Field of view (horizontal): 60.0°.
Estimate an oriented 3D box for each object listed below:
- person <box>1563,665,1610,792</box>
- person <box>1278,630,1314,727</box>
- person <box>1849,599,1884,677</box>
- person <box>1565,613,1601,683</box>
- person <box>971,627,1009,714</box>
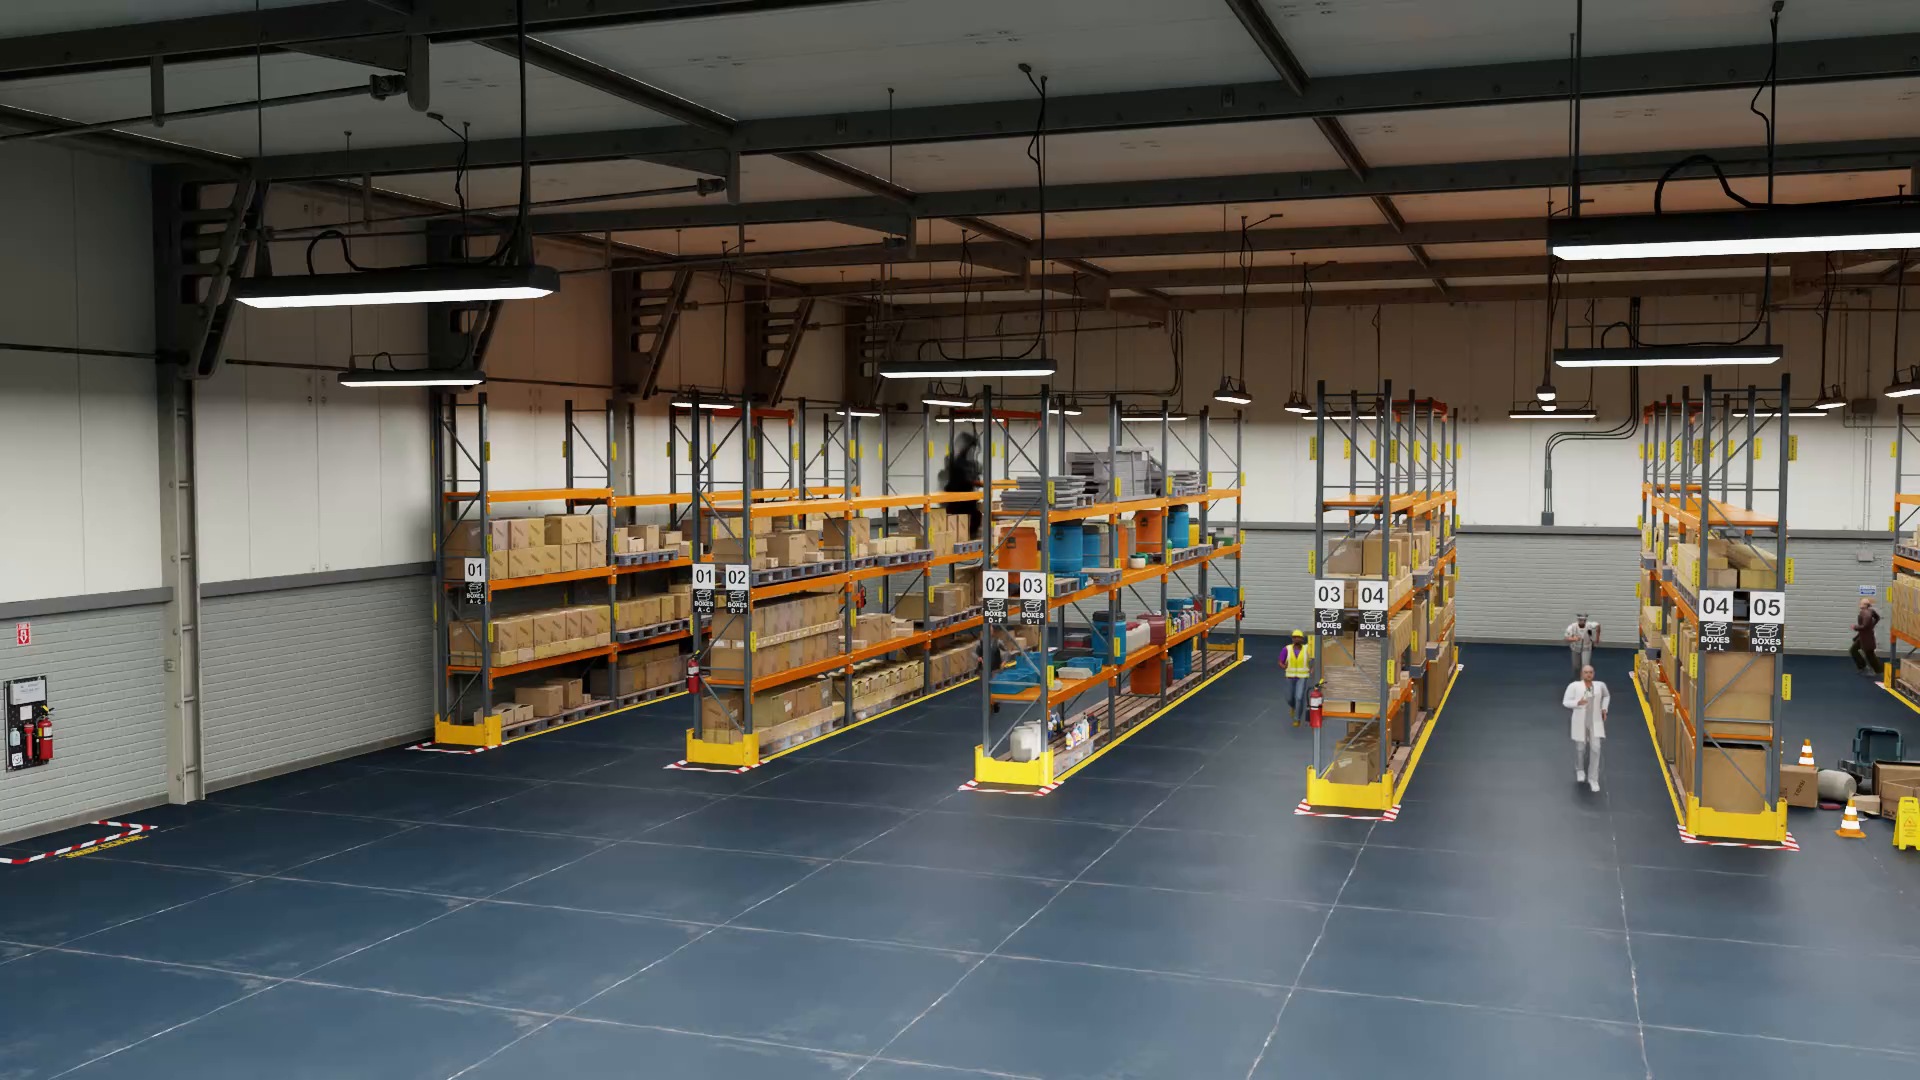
[{"bbox_3d":[9.351,2.770,24.803,0.690,1.819,0.910,1,3,14],"label":"person"},{"bbox_3d":[6.169,2.514,30.407,0.714,1.741,0.863,1,3,20],"label":"person"},{"bbox_3d":[19.986,2.180,36.584,0.766,1.785,0.708,1,3,22],"label":"person"},{"bbox_3d":[13.018,2.354,34.787,0.701,1.713,1.019,1,3,19],"label":"person"},{"bbox_3d":[0.553,2.471,31.408,0.711,1.692,0.583,0,3,6],"label":"person"}]
